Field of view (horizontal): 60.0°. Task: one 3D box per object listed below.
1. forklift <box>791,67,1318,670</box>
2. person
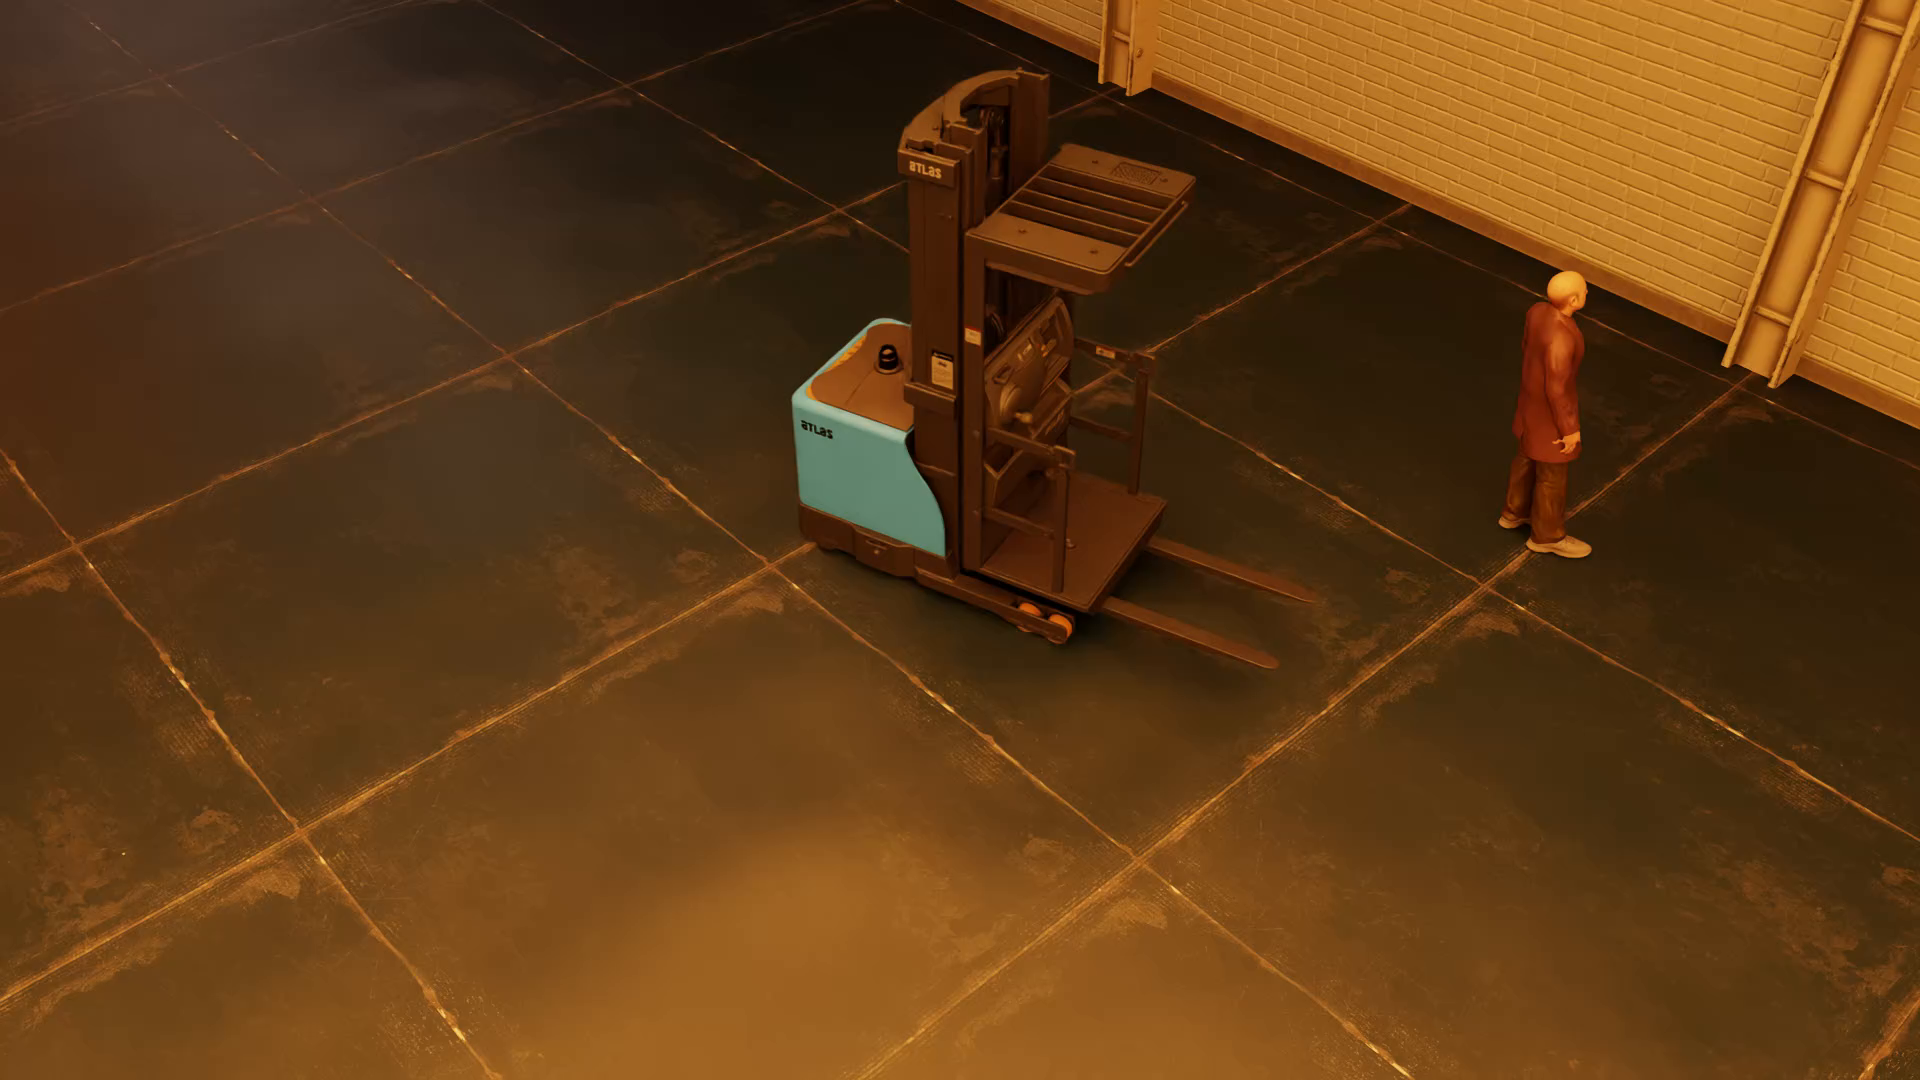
[{"bbox_3d":[0.555,-0.919,8.973,3.031,2.935,1.130,20,45,22],"label":"forklift"},{"bbox_3d":[3.508,-0.764,9.666,0.582,1.776,0.694,0,41,-1],"label":"person"}]
